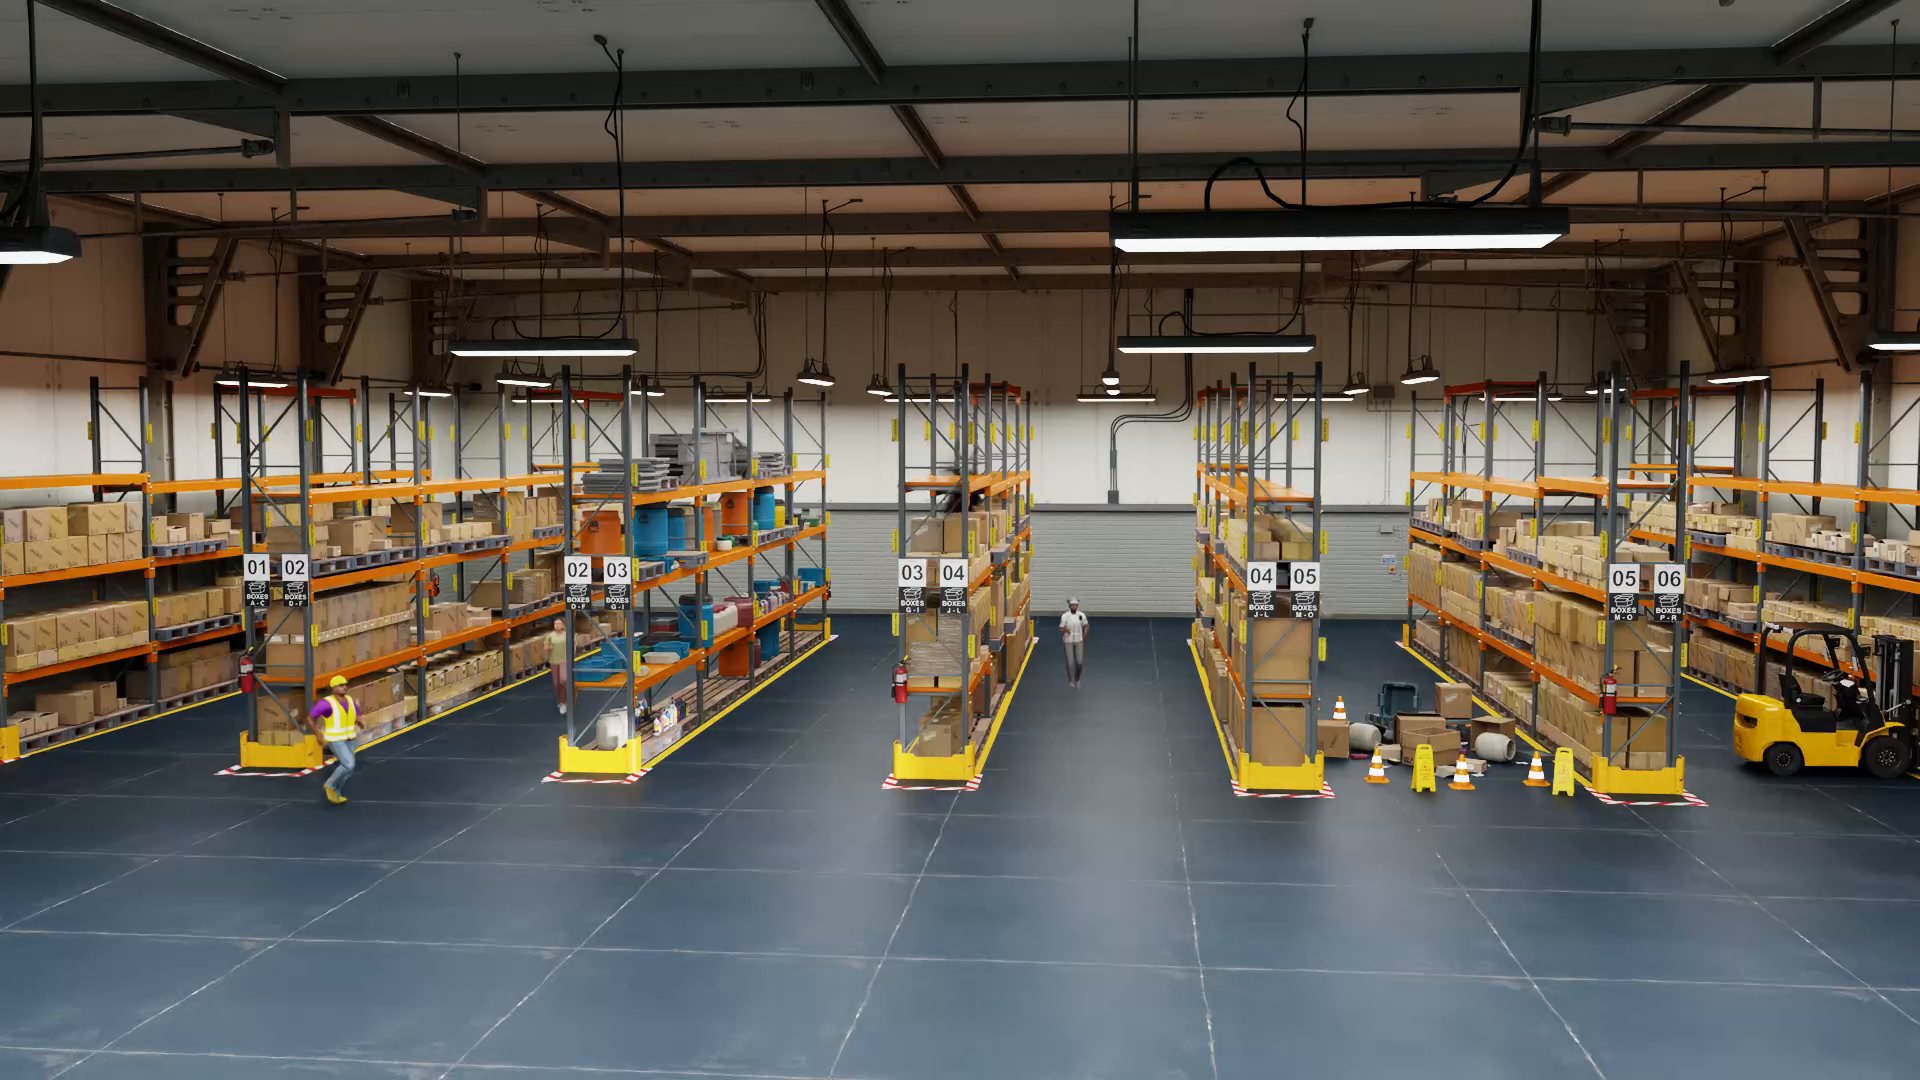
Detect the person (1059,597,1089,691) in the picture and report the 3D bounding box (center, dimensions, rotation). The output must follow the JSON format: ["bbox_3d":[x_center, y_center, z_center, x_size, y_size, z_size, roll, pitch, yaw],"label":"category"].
[{"bbox_3d":[2.115,1.925,30.684,0.560,1.744,0.603,0,4,1],"label":"person"}]

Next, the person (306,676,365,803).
[{"bbox_3d":[-8.302,2.686,22.358,0.638,1.724,0.687,2,4,25],"label":"person"}]

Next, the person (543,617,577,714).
[{"bbox_3d":[-7.203,2.245,29.921,0.559,1.717,0.698,0,4,-3],"label":"person"}]
